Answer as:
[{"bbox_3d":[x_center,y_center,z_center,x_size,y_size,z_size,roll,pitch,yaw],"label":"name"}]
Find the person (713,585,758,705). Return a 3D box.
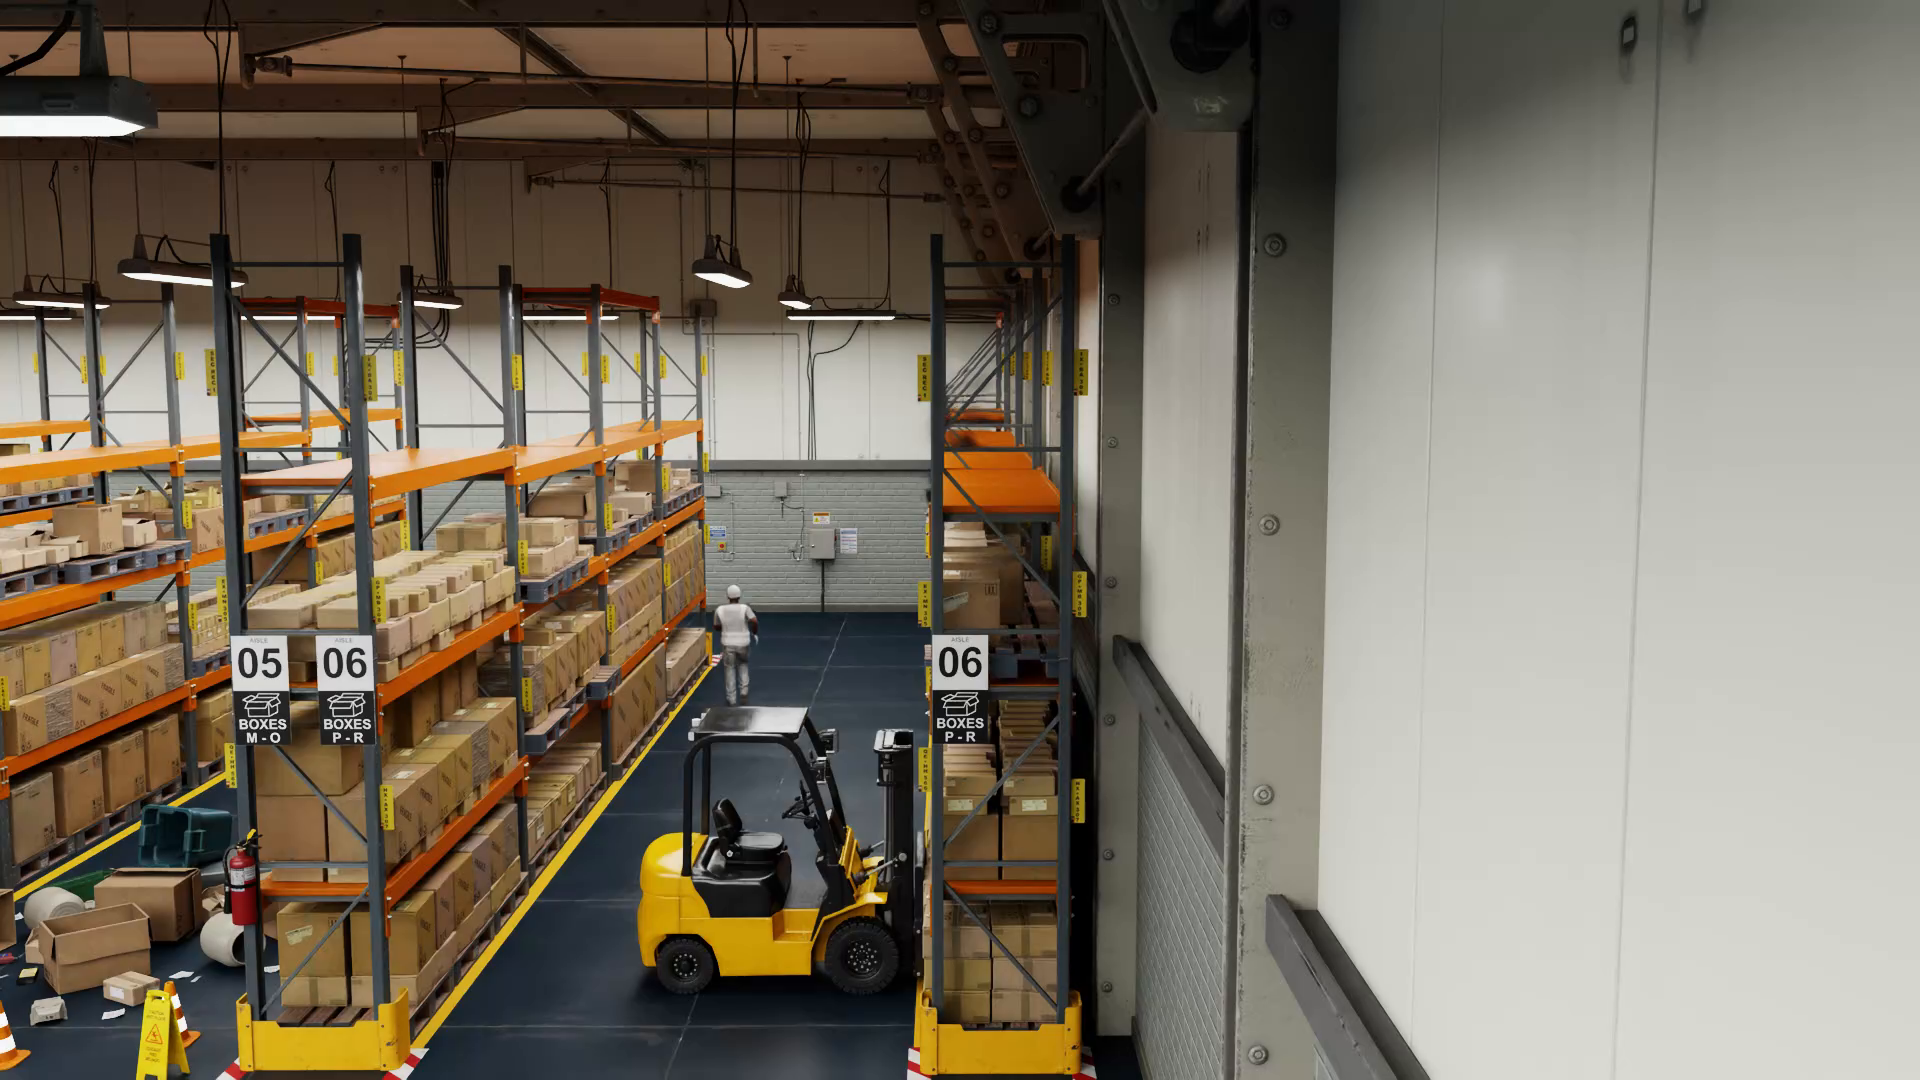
[{"bbox_3d":[-3.314,1.569,24.597,0.656,1.824,0.744,-1,6,-8],"label":"person"}]
